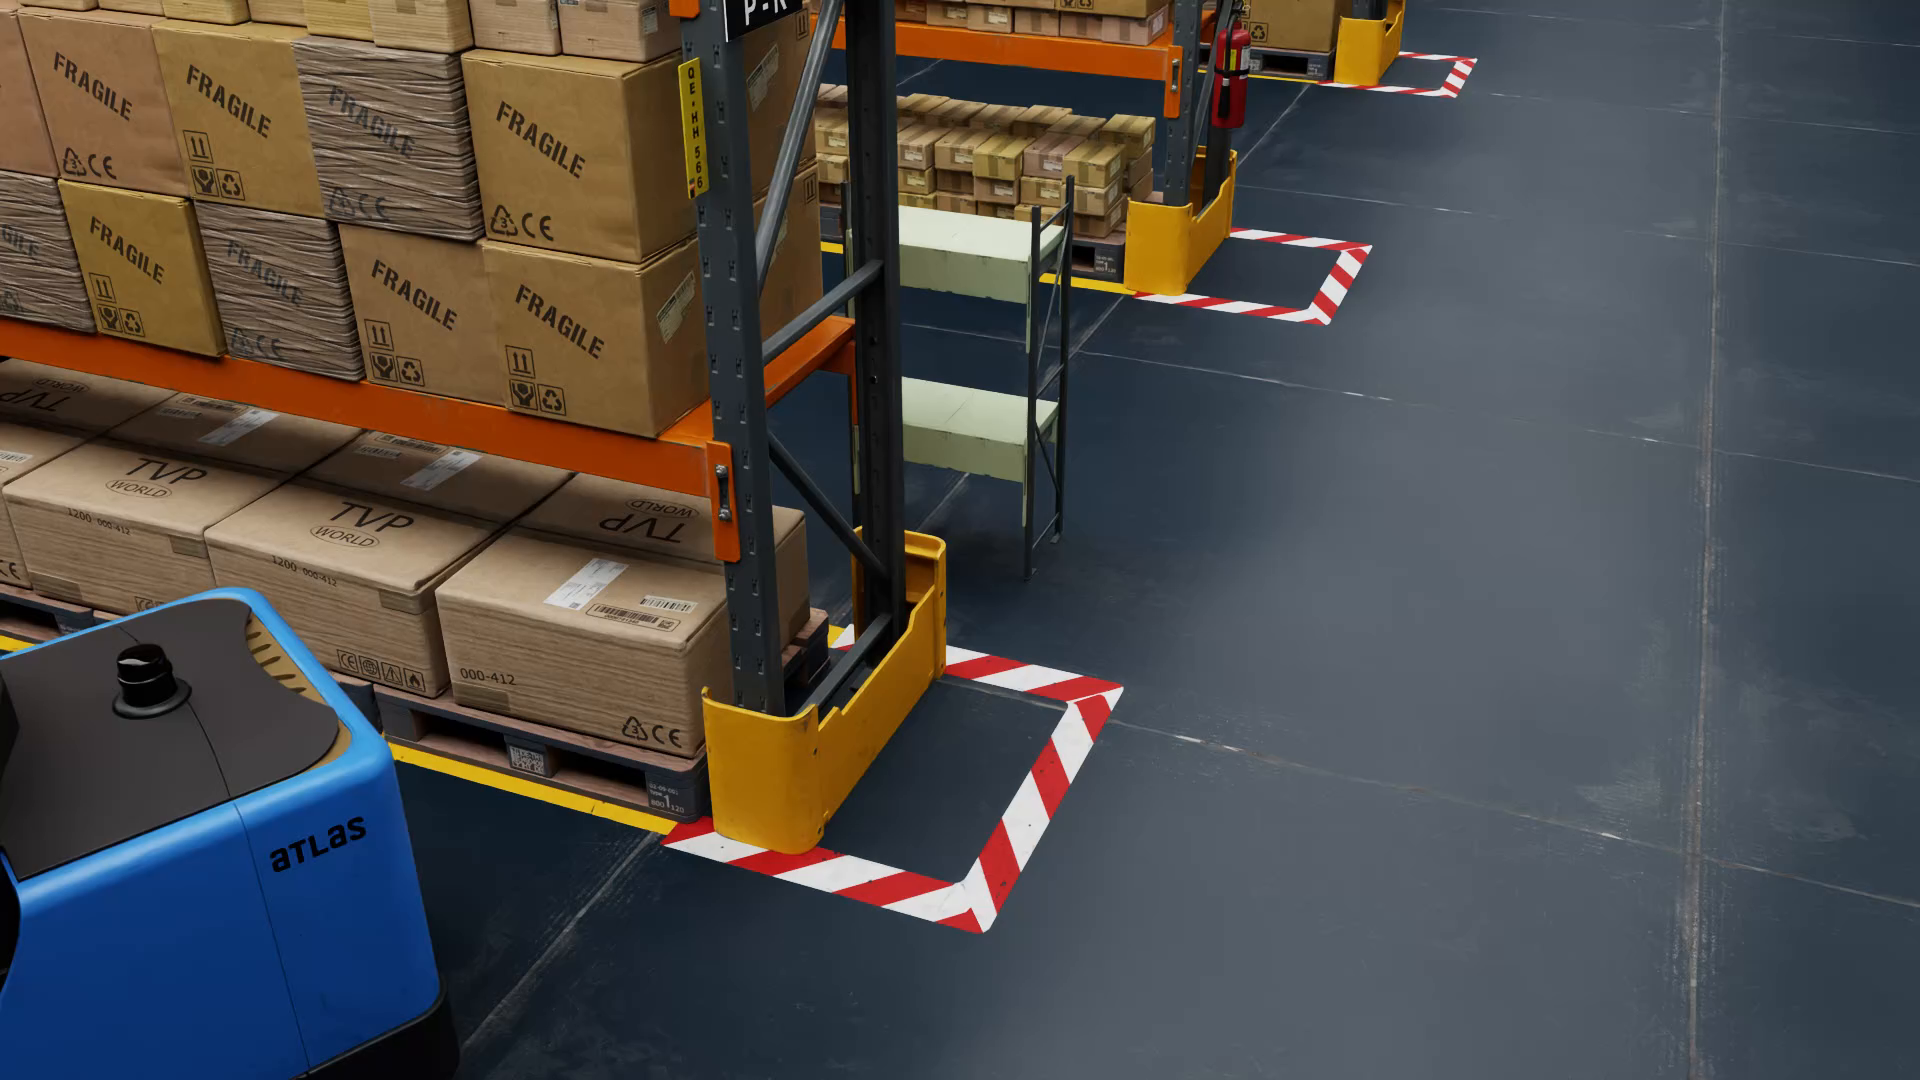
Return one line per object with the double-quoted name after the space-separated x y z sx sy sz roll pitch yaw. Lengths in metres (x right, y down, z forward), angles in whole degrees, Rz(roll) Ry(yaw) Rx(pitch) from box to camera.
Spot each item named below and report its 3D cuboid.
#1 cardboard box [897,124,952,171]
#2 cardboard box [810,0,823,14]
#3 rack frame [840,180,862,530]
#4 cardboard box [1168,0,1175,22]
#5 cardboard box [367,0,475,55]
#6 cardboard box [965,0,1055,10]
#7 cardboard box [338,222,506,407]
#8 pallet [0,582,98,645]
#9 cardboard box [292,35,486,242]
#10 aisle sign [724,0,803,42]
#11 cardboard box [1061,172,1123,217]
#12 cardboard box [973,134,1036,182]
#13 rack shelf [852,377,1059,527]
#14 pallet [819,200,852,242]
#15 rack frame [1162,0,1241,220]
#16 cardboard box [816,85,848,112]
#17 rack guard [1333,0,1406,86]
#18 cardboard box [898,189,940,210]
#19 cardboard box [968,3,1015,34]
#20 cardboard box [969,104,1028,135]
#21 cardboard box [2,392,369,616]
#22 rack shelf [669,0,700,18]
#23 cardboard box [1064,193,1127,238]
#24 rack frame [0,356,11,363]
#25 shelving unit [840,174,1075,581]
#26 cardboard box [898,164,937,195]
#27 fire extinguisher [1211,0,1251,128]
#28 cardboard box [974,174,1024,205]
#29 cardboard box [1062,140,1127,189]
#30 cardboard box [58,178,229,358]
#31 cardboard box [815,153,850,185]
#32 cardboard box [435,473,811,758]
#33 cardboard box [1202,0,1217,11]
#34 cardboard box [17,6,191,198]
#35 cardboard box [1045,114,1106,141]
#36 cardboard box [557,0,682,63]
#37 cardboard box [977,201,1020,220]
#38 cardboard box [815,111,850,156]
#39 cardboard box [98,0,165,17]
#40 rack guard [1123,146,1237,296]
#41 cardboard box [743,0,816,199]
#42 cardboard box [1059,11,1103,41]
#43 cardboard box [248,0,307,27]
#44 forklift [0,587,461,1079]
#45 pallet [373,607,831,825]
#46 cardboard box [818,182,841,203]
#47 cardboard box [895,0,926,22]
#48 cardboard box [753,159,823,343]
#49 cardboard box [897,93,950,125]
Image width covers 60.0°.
-0.234 -2.263 9.572 0.250 0.149 0.380 12 32 21 "cardboard box"
-0.725 -3.095 9.433 0.250 0.149 0.380 13 32 21 "cardboard box"
-0.345 -0.722 6.503 0.023 1.500 0.400 11 31 19 "rack frame"
1.160 -3.016 9.294 0.250 0.149 0.380 11 31 19 "cardboard box"
-1.353 -1.422 4.441 0.250 0.149 0.380 11 31 19 "cardboard box"
0.349 -3.153 8.876 0.500 0.500 0.500 11 31 18 "cardboard box"
-1.436 -0.752 4.931 0.500 0.500 0.500 11 31 18 "cardboard box"
-3.462 0.010 6.518 1.213 0.211 1.003 11 31 19 "pallet"
-1.462 -1.183 4.678 0.500 0.500 0.500 11 31 19 "cardboard box"
-0.480 -1.618 3.922 0.004 0.787 0.394 11 31 19 "aisle sign"
0.741 -1.955 9.329 0.250 0.149 0.380 10 31 18 "cardboard box"
0.252 -2.162 9.393 0.250 0.149 0.380 11 31 18 "cardboard box"
-0.006 -0.370 6.544 0.720 0.370 0.431 11 31 19 "rack shelf"
-0.599 -2.109 10.267 1.213 0.211 1.003 11 31 19 "pallet"
1.337 -2.916 8.861 0.127 3.000 1.000 11 31 19 "rack frame"
-0.706 -2.702 10.348 0.250 0.149 0.380 10 31 17 "cardboard box"
3.318 -4.067 13.437 0.348 0.500 1.175 11 31 19 "rack guard"
-0.211 -2.008 9.725 0.250 0.149 0.380 10 31 17 "cardboard box"
0.229 -2.878 9.048 0.250 0.149 0.380 12 32 20 "cardboard box"
0.232 -2.478 9.952 0.250 0.149 0.380 10 31 17 "cardboard box"
-2.766 -0.118 6.087 0.875 0.438 0.875 10 31 18 "cardboard box"
-2.284 -2.003 4.929 4.000 0.370 1.077 11 31 19 "rack shelf"
0.771 -1.860 9.463 0.250 0.149 0.380 12 32 20 "cardboard box"
-4.137 -1.381 6.144 0.127 3.000 1.000 11 31 19 "rack frame"
-0.006 -0.654 6.383 0.755 1.500 0.431 11 31 19 "shelving unit"
-0.226 -2.140 9.656 0.250 0.149 0.380 12 32 20 "cardboard box"
1.397 -2.463 8.517 0.183 0.674 0.296 11 31 19 "fire extinguisher"
0.259 -2.050 9.497 0.250 0.149 0.380 10 31 17 "cardboard box"
0.751 -2.099 9.282 0.250 0.149 0.380 12 32 20 "cardboard box"
-2.400 -0.933 5.250 0.500 0.500 0.500 12 32 21 "cardboard box"
-0.722 -2.235 9.823 0.250 0.149 0.380 12 31 20 "cardboard box"
-1.079 0.215 5.497 0.875 0.438 0.875 10 31 17 "cardboard box"
1.829 -4.667 13.692 0.875 0.875 0.875 11 31 19 "cardboard box"
-2.384 -1.370 5.008 0.500 0.500 0.500 11 31 19 "cardboard box"
0.679 -2.365 9.752 0.250 0.149 0.380 12 32 20 "cardboard box"
-0.838 -1.377 4.361 0.250 0.149 0.380 12 32 20 "cardboard box"
0.282 -1.950 9.622 0.250 0.149 0.380 11 31 19 "cardboard box"
-0.690 -2.398 9.810 0.250 0.149 0.380 11 31 19 "cardboard box"
-2.277 -1.645 4.835 0.250 0.149 0.380 12 32 21 "cardboard box"
1.267 -1.842 9.501 0.348 0.500 1.175 11 31 19 "rack guard"
-0.768 -1.338 4.951 0.500 0.500 0.500 11 31 18 "cardboard box"
0.712 -2.802 8.913 0.250 0.149 0.380 11 31 19 "cardboard box"
-1.787 -1.568 4.699 0.250 0.149 0.380 11 31 19 "cardboard box"
-2.743 0.396 3.070 3.031 2.935 1.130 -21 36 -33 "forklift"
-1.201 0.461 5.720 1.213 0.211 1.003 11 31 19 "pallet"
-0.663 -2.149 9.974 0.250 0.149 0.380 12 32 21 "cardboard box"
-0.232 -3.017 9.294 0.250 0.149 0.380 10 31 17 "cardboard box"
-0.767 -0.904 5.199 0.500 0.500 0.500 11 31 19 "cardboard box"
-0.248 -2.603 10.173 0.250 0.149 0.380 12 32 20 "cardboard box"
